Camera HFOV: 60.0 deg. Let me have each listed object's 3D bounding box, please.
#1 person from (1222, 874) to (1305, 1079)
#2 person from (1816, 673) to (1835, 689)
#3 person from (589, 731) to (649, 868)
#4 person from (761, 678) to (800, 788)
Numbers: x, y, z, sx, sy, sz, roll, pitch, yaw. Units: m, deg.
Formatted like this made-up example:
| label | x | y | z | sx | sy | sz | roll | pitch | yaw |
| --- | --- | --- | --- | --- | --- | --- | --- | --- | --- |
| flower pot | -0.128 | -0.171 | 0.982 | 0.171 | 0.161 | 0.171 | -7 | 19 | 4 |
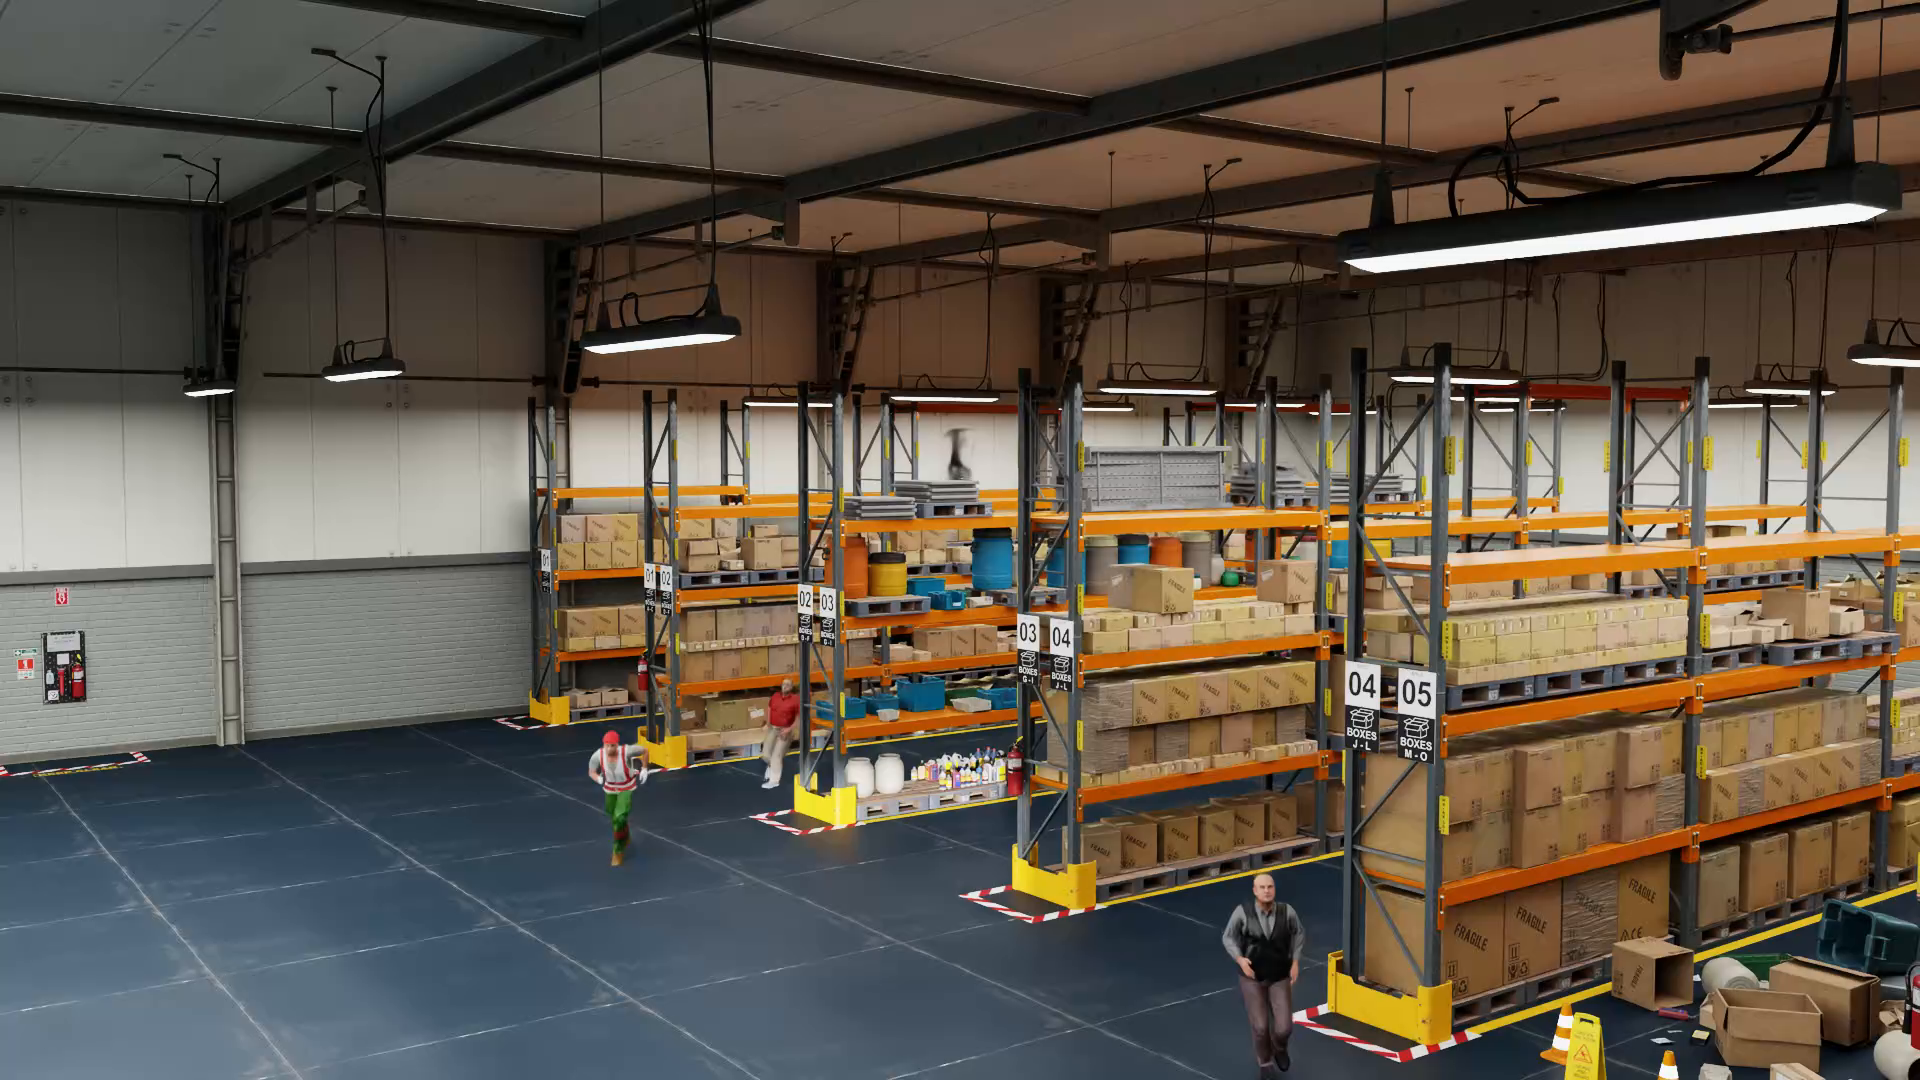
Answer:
| label | x | y | z | sx | sy | sz | roll | pitch | yaw |
| --- | --- | --- | --- | --- | --- | --- | --- | --- | --- |
| person | 2.453 | 3.531 | 13.400 | 0.677 | 1.691 | 0.561 | 0 | 3 | 6 |
| person | 15.108 | 2.650 | 29.338 | 0.552 | 1.564 | 0.984 | 0 | 3 | -7 |
| person | -4.179 | 3.143 | 20.472 | 0.707 | 1.717 | 1.020 | 0 | 3 | 2 |
| person | -2.661 | 2.879 | 24.740 | 0.701 | 1.646 | 0.531 | 1 | 4 | 21 |
